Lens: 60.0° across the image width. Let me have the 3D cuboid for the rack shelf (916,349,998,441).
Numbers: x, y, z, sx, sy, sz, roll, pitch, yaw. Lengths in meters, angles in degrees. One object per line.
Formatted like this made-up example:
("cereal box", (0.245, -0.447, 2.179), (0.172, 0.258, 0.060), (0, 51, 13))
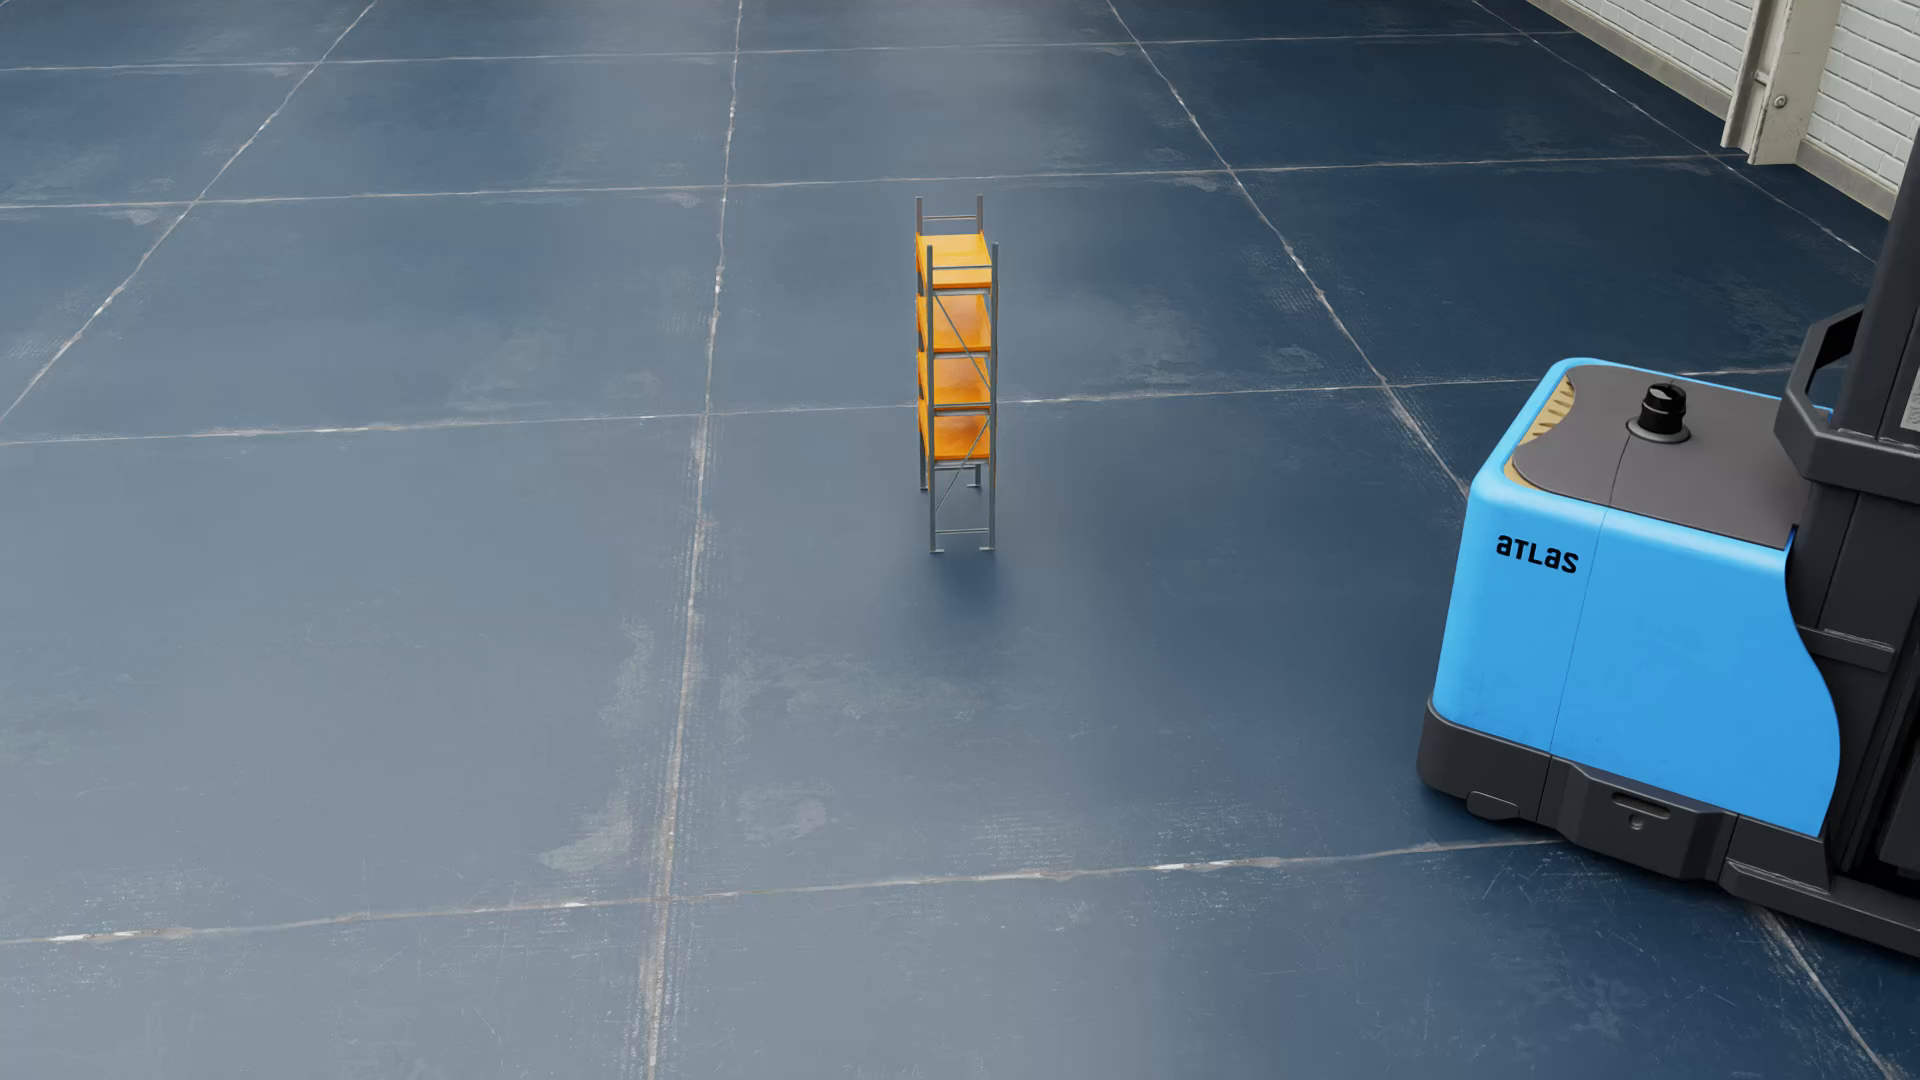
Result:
("rack shelf", (-0.015, -0.542, 6.118), (0.258, 0.148, 0.480), (-3, 31, -5))

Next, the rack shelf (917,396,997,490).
("rack shelf", (-0.015, -0.371, 6.220), (0.258, 0.148, 0.480), (-3, 31, -5))

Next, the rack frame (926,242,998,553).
("rack frame", (0.007, -0.475, 5.875), (0.240, 1.200, 0.015), (-3, 31, -5))

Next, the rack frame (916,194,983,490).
("rack frame", (-0.038, -0.724, 6.292), (0.240, 1.200, 0.015), (-3, 31, -5))

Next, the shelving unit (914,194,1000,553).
("shelving unit", (-0.015, -0.600, 6.084), (0.258, 1.200, 0.503), (-3, 31, -5))

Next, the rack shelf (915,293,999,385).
("rack shelf", (-0.015, -0.734, 6.004), (0.258, 0.148, 0.480), (-3, 31, -5))

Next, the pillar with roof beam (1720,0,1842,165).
("pillar with roof beam", (0.630, -6.032, 7.574), (9.100, 9.000, 0.400), (-3, 31, -5))

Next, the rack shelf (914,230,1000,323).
("rack shelf", (-0.015, -0.937, 5.882), (0.258, 0.148, 0.480), (-3, 31, -5))

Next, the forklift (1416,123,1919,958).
("forklift", (2.890, -0.319, 3.926), (3.031, 2.935, 1.130), (17, 35, 26))
